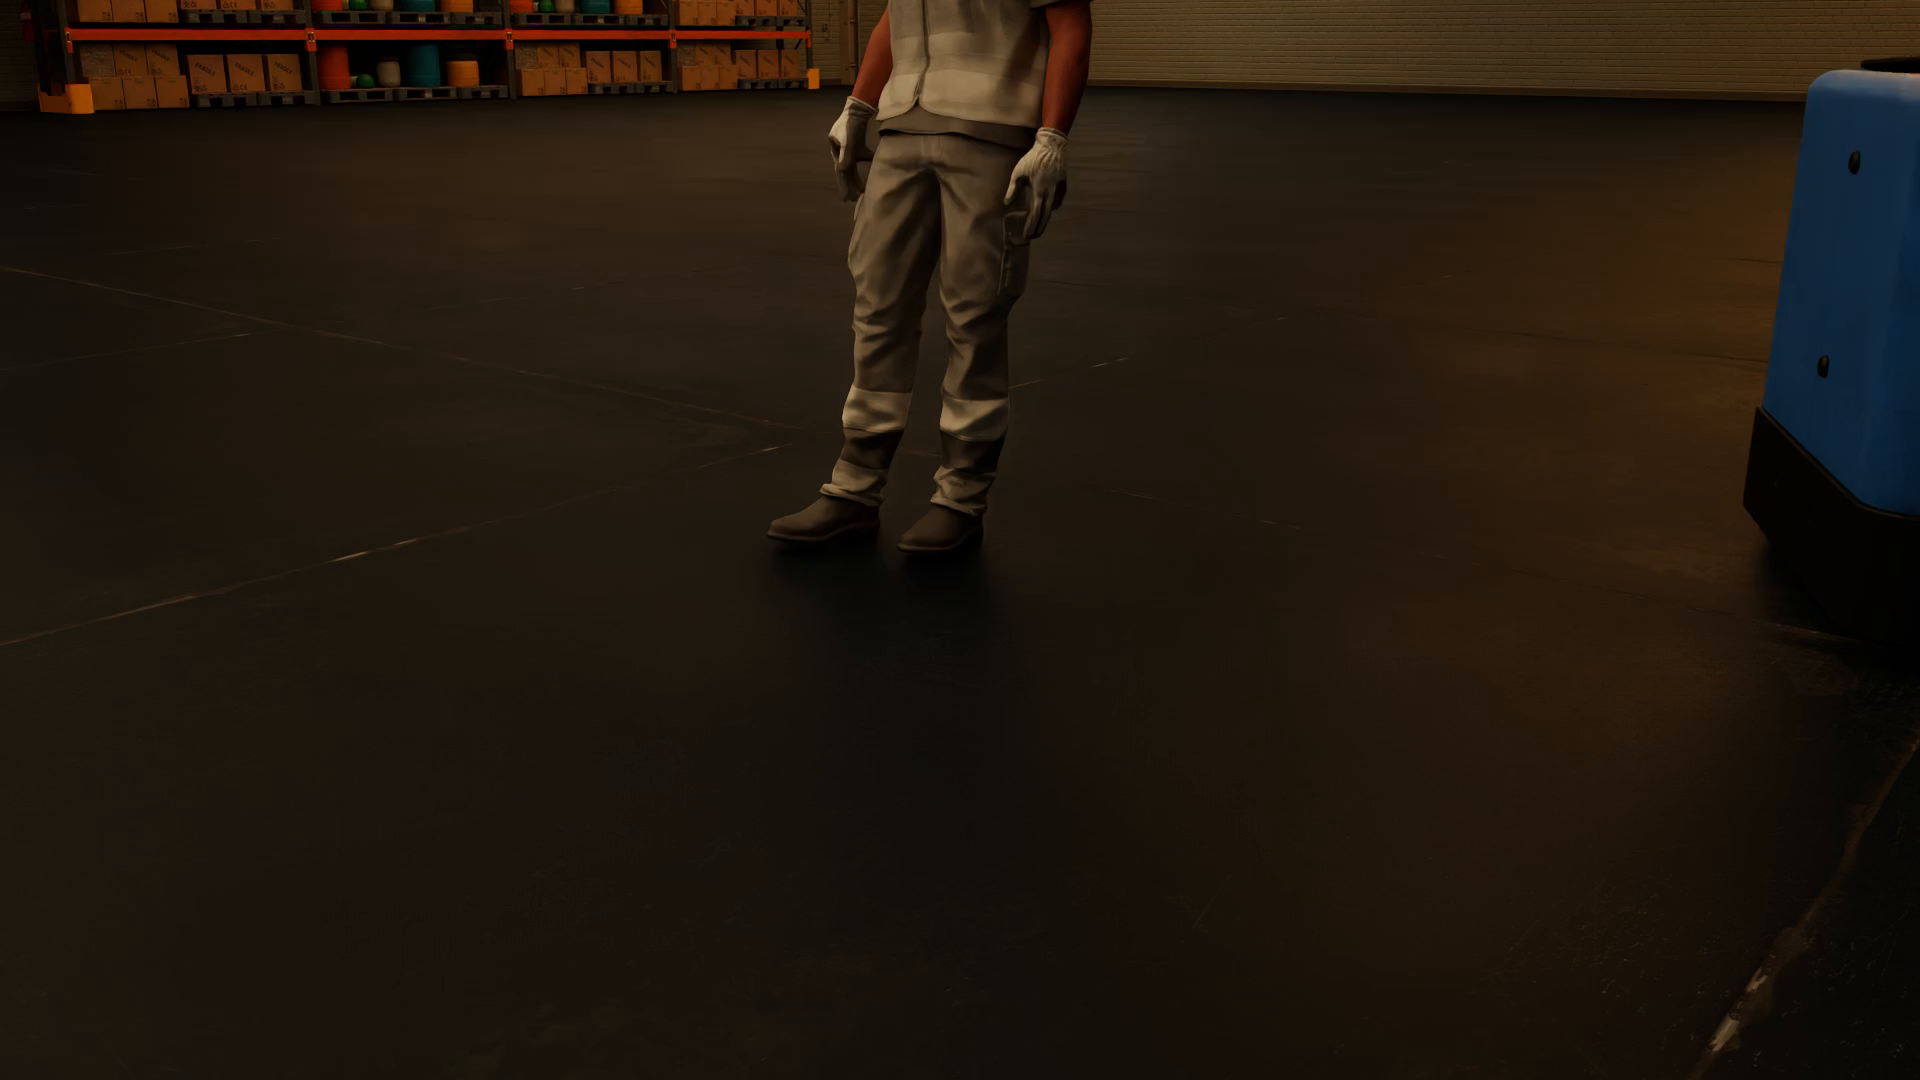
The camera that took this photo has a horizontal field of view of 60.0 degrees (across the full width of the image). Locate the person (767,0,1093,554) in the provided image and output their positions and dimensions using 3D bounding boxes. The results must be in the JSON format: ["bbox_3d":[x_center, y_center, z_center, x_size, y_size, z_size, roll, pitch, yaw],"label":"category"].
[{"bbox_3d":[-0.061,-0.848,3.628,0.638,1.788,0.563,13,21,37],"label":"person"}]

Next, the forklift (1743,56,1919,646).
[{"bbox_3d":[3.239,-1.192,2.823,3.031,2.935,1.130,4,17,13],"label":"forklift"}]
